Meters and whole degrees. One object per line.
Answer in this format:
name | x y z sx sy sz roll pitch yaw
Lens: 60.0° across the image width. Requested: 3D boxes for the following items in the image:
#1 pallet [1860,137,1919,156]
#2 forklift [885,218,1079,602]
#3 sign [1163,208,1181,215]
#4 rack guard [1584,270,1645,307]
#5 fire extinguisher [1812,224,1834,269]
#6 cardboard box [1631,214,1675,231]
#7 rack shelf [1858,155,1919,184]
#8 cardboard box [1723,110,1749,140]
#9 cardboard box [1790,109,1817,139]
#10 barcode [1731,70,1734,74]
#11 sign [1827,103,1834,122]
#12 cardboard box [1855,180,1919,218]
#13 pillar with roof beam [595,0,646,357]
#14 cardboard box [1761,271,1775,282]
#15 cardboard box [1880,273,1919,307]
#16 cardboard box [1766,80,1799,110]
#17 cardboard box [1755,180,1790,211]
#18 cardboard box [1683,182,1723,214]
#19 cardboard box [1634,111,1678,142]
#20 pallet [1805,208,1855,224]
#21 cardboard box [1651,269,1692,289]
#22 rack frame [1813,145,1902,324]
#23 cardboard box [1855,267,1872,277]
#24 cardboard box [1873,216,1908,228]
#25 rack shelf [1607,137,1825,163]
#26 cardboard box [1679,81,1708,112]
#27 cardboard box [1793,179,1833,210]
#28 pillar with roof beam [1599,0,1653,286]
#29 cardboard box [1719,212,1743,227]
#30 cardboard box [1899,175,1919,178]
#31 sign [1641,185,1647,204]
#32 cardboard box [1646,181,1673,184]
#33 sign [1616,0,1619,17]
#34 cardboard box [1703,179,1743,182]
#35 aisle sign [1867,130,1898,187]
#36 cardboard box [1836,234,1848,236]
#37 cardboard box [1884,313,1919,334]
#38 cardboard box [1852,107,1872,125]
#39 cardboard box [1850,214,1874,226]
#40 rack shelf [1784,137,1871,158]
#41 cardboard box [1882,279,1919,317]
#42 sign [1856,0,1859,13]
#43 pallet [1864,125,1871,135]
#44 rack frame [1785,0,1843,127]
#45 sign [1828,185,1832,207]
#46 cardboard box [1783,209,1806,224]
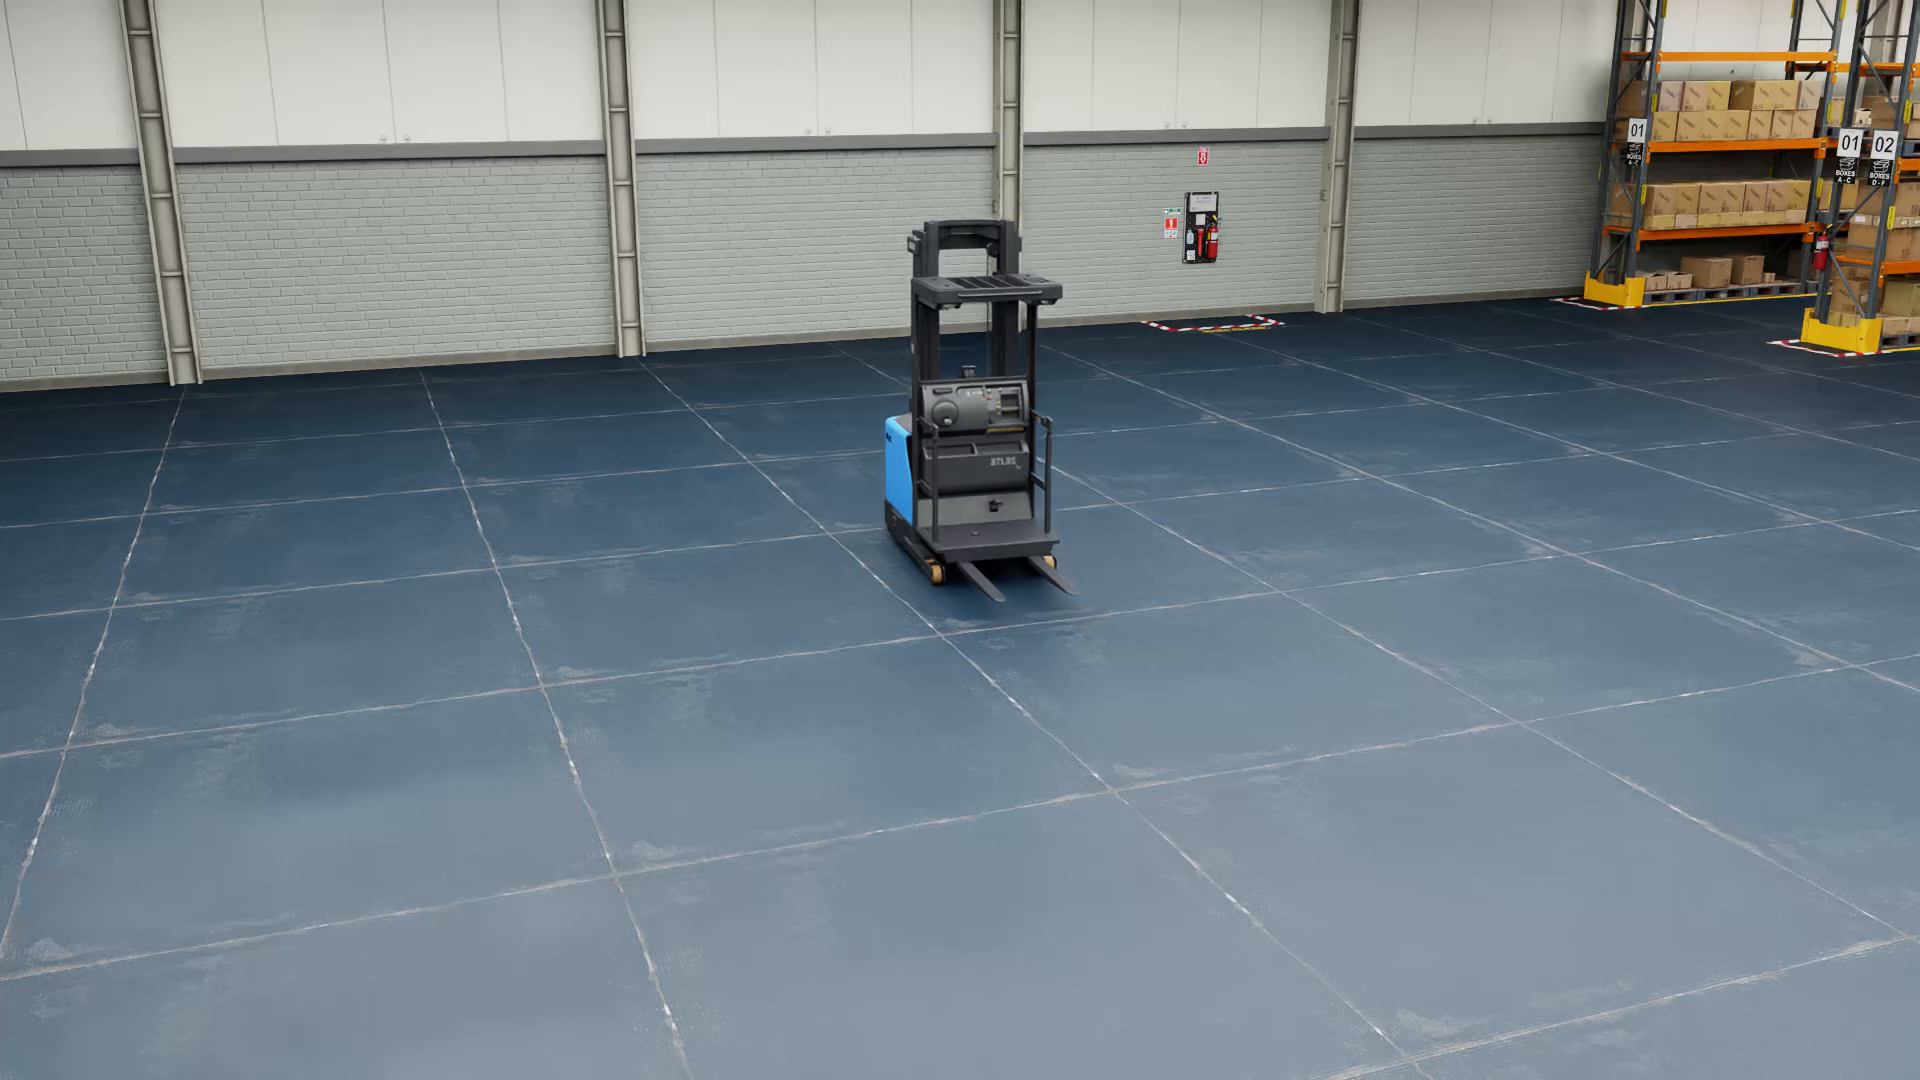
pallet | 14.049 -5.850 24.680 1.213 0.211 1.003 -6 17 -20
forklift | 0.194 -1.154 13.979 1.130 2.935 3.031 -5 17 -15
sign | 3.478 -5.386 27.265 0.331 0.109 0.001 -6 17 -20
rack guard | 11.674 -4.500 29.686 0.348 0.500 1.175 -6 17 -20
fire extinguisher | 13.103 -4.462 25.257 0.183 0.674 0.296 -6 17 -20
cardboard box | 12.172 -5.595 29.209 0.500 0.250 0.500 -7 18 -22
rack shelf | 15.247 -5.684 25.236 4.000 0.370 1.077 -6 17 -20
cardboard box | 13.495 -7.314 29.296 0.500 0.500 0.500 -5 17 -17
cardboard box | 14.953 -7.475 29.845 0.500 0.500 0.500 -6 17 -19
barcode | 13.886 -8.418 29.898 0.075 0.075 0.001 -6 17 -20
sign | 15.540 -7.640 29.702 0.005 0.325 0.100 -6 17 -20
cardboard box | 13.869 -5.108 24.840 0.500 0.500 0.700 -6 17 -20
pillar with roof beam | -3.321 -5.921 19.440 0.400 9.000 9.100 -6 17 -20
cardboard box | 14.849 -4.884 30.807 0.250 0.166 0.380 -9 18 -27
cardboard box | 14.702 -3.867 25.900 0.500 0.500 0.500 -6 17 -20
cardboard box | 14.457 -7.891 29.487 0.500 0.500 0.500 -5 17 -17
cardboard box | 14.543 -6.211 29.977 0.500 0.500 0.500 -6 17 -20
cardboard box | 13.106 -6.055 29.447 0.500 0.500 0.500 -7 18 -22
cardboard box | 12.005 -7.156 28.758 0.500 0.500 0.500 -6 17 -19
pallet | 16.104 -6.041 30.840 1.213 0.211 1.003 -6 17 -20
cardboard box | 12.814 -4.716 29.977 0.500 0.311 0.500 -5 17 -15
rack frame | 13.379 -4.388 24.870 0.127 3.000 1.000 -6 17 -20
cardboard box | 16.975 -5.291 31.600 0.500 0.500 0.700 -6 17 -19
cardboard box | 13.823 -4.731 24.707 0.250 0.149 0.380 -6 18 -20
rack shelf | 13.471 -6.987 29.673 4.000 0.370 1.077 -6 17 -20
cardboard box | 12.536 -7.680 28.768 0.500 0.500 0.500 -6 18 -21
cardboard box | 15.826 -6.396 30.749 0.500 0.500 0.700 -6 17 -20
pillar with roof beam | 13.488 -7.735 25.620 0.400 9.000 9.100 -6 17 -20
cardboard box | 13.603 -5.751 29.741 0.500 0.250 0.500 -6 17 -20
cardboard box | 18.126 -6.643 31.591 0.500 0.500 0.700 -8 18 -25
sign | 11.797 -5.964 28.699 0.005 0.325 0.100 -6 17 -20
cardboard box | 12.441 -6.140 29.736 0.500 0.500 0.500 -6 17 -19
sign | 11.424 -9.242 28.812 0.005 0.325 0.100 -6 17 -20
cardboard box | 13.873 -6.300 30.279 0.500 0.500 0.500 -6 17 -19
aisle sign | 13.427 -5.549 24.207 0.004 0.787 0.394 -6 17 -20
cardboard box | 16.914 -5.644 31.469 0.500 0.250 0.500 -7 18 -22
cardboard box | 14.425 -3.318 25.358 0.500 0.250 0.500 -6 17 -20
cardboard box | 16.452 -7.789 30.539 0.500 0.311 0.500 -6 17 -18
cardboard box | 13.668 -4.836 25.067 0.250 0.149 0.380 -6 18 -21
rack shelf | 17.206 -7.390 31.046 4.000 0.370 1.077 -6 17 -20
cardboard box | 14.426 -3.677 25.251 0.500 0.500 0.500 -6 17 -20
sign | 13.198 -7.897 24.373 0.005 0.325 0.100 -6 17 -20
pallet | 16.920 -7.583 30.760 1.003 0.211 1.213 -6 17 -20
rack frame | 15.338 -8.973 29.835 0.127 3.000 1.000 -6 17 -20
sign | 13.198 -5.202 25.165 0.005 0.325 0.100 -6 17 -20
cardboard box | 15.004 -5.905 30.265 0.500 0.250 0.500 -6 17 -20
